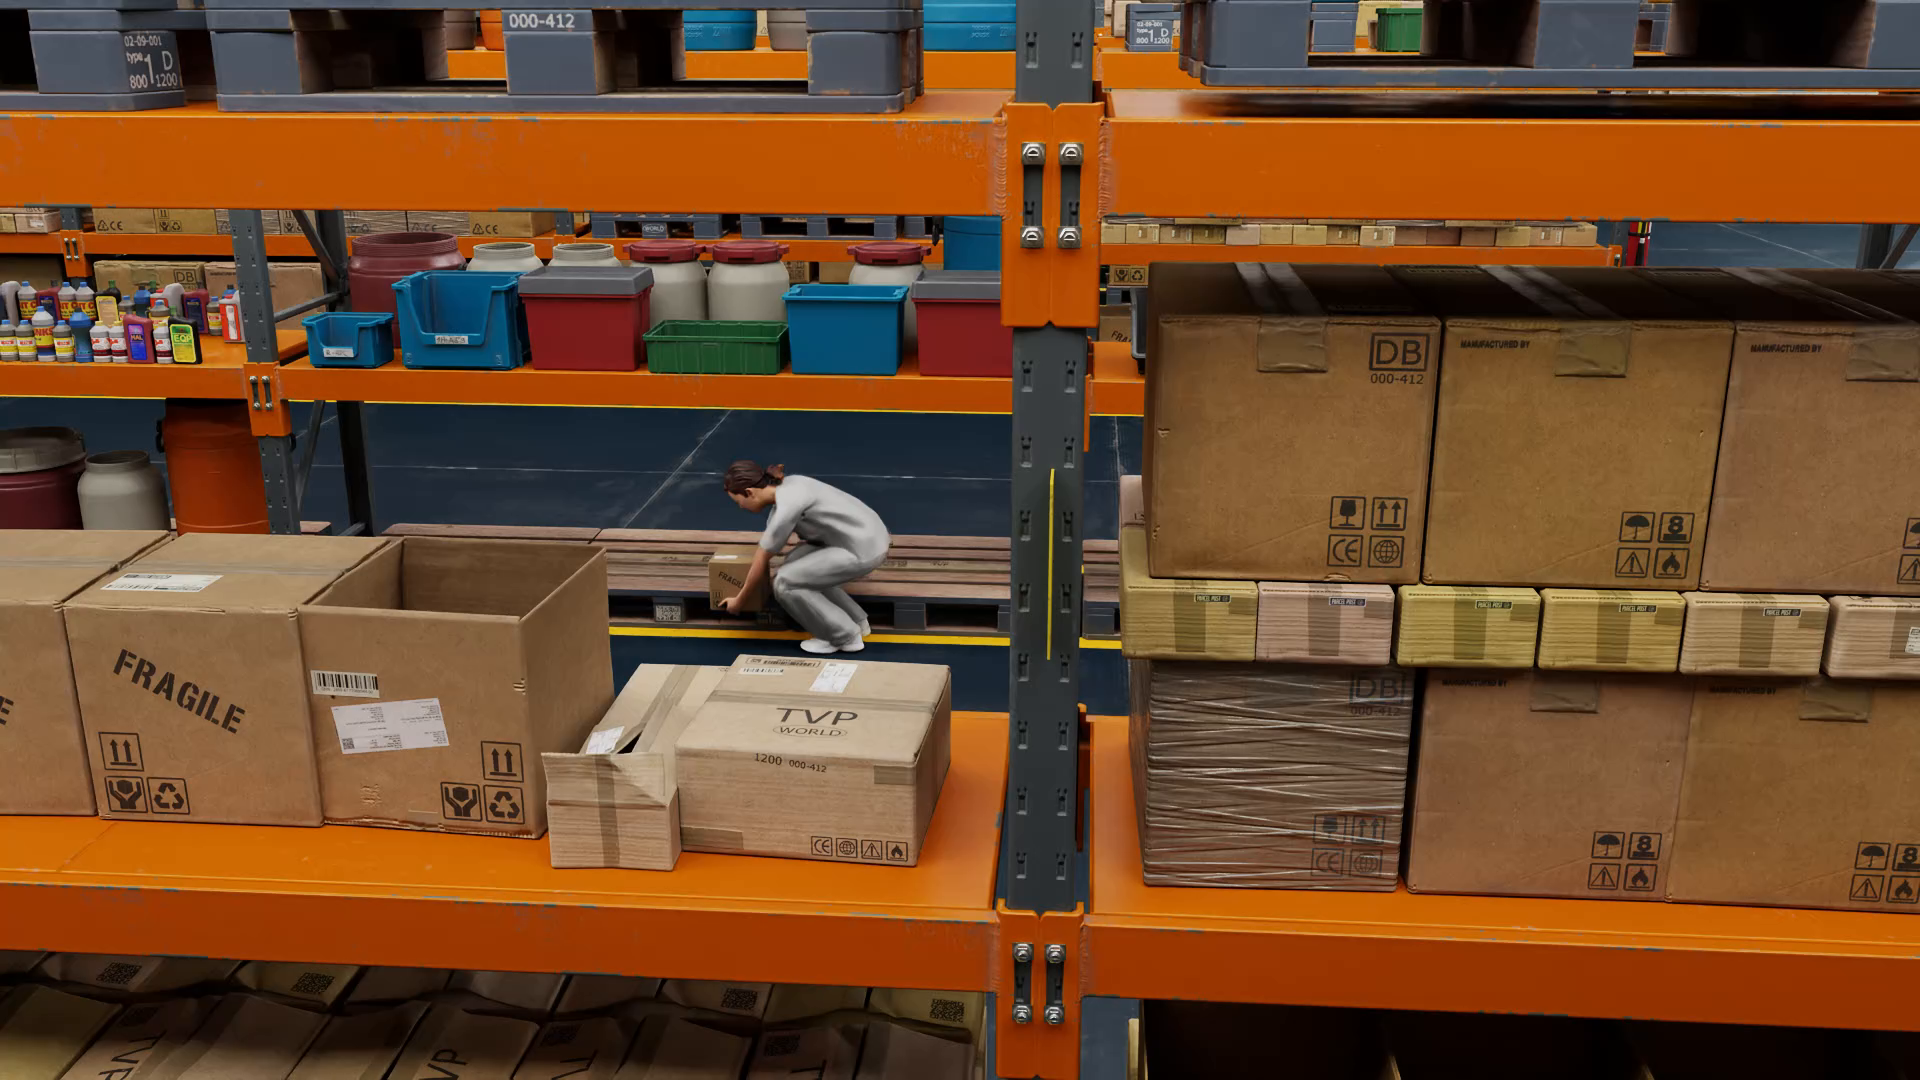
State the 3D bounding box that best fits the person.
[{"bbox_3d":[-0.754,0.060,8.088,0.829,0.942,0.458,1,18,3],"label":"person"}]
